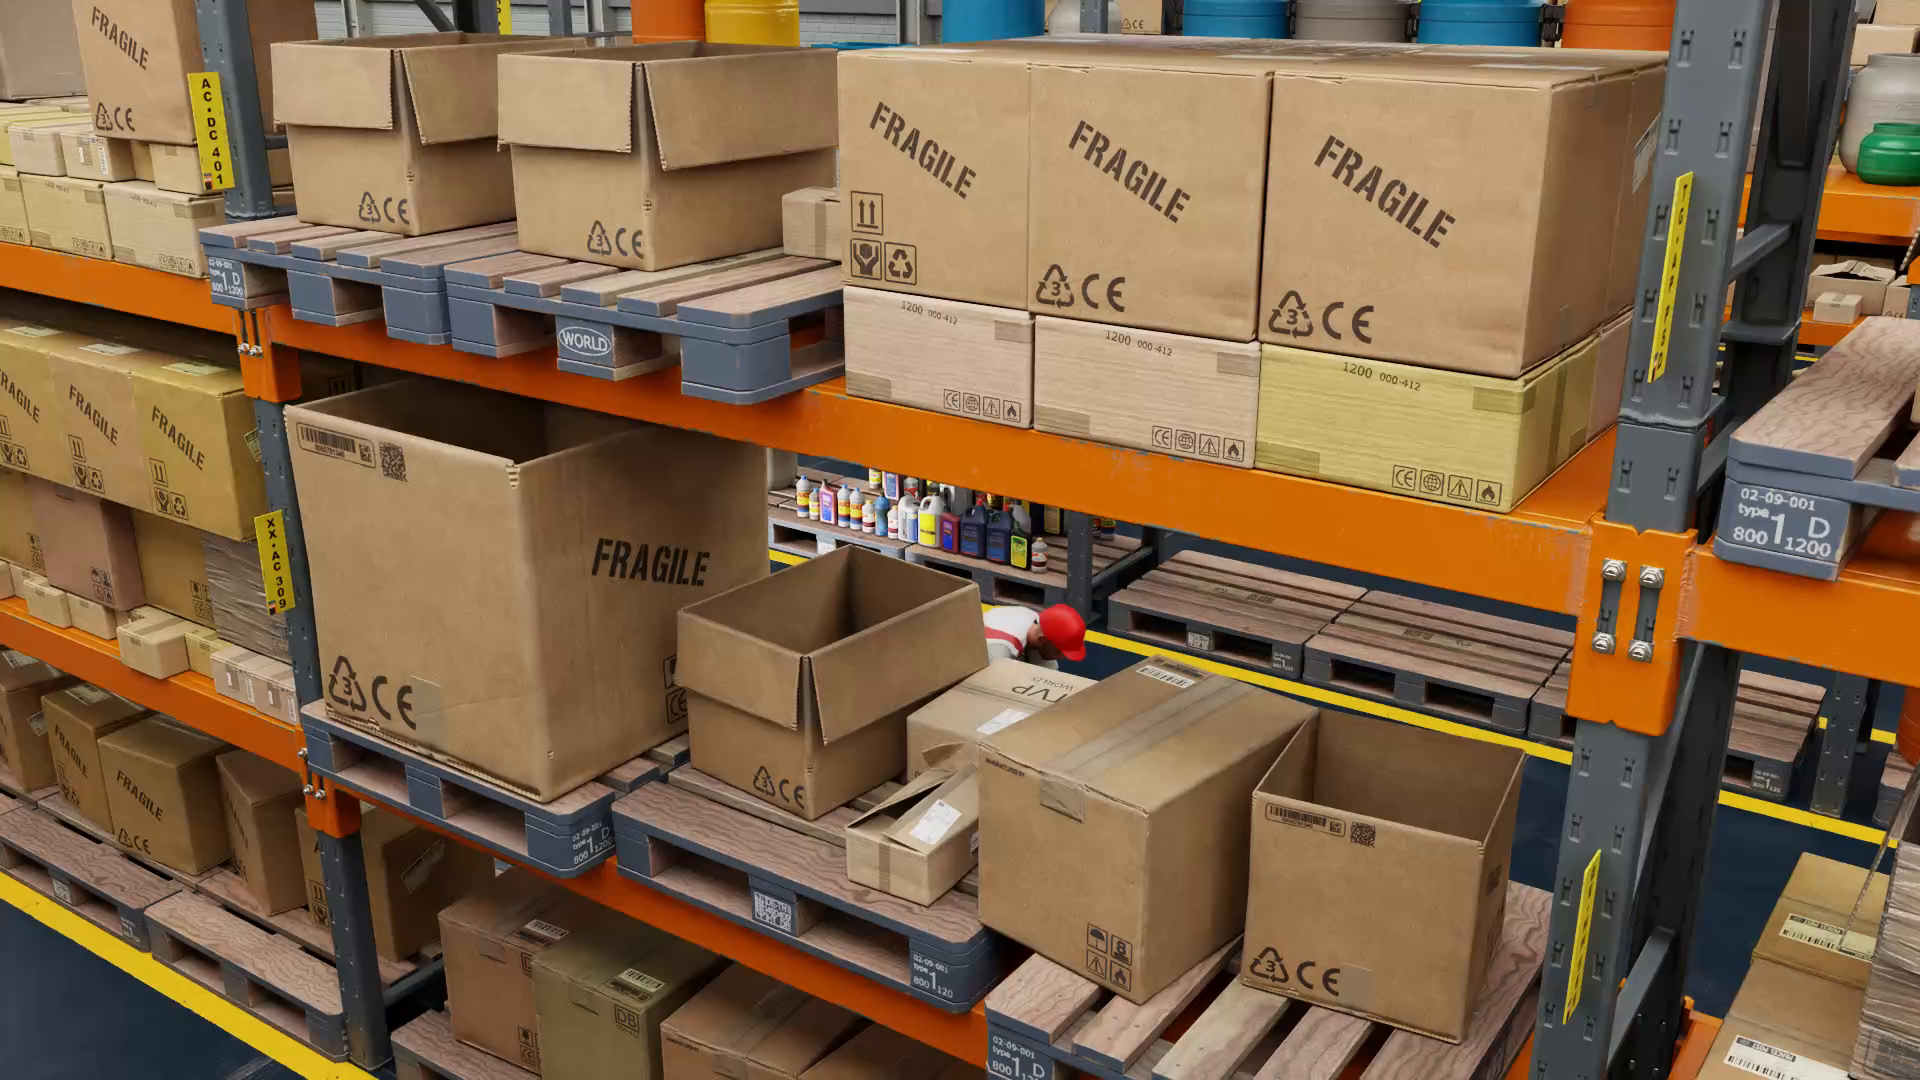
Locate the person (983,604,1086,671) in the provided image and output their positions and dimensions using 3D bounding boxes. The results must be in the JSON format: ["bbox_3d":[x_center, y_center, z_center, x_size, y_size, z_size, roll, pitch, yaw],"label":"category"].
[{"bbox_3d":[0.167,0.710,7.738,0.904,0.993,0.536,12,23,31],"label":"person"}]
